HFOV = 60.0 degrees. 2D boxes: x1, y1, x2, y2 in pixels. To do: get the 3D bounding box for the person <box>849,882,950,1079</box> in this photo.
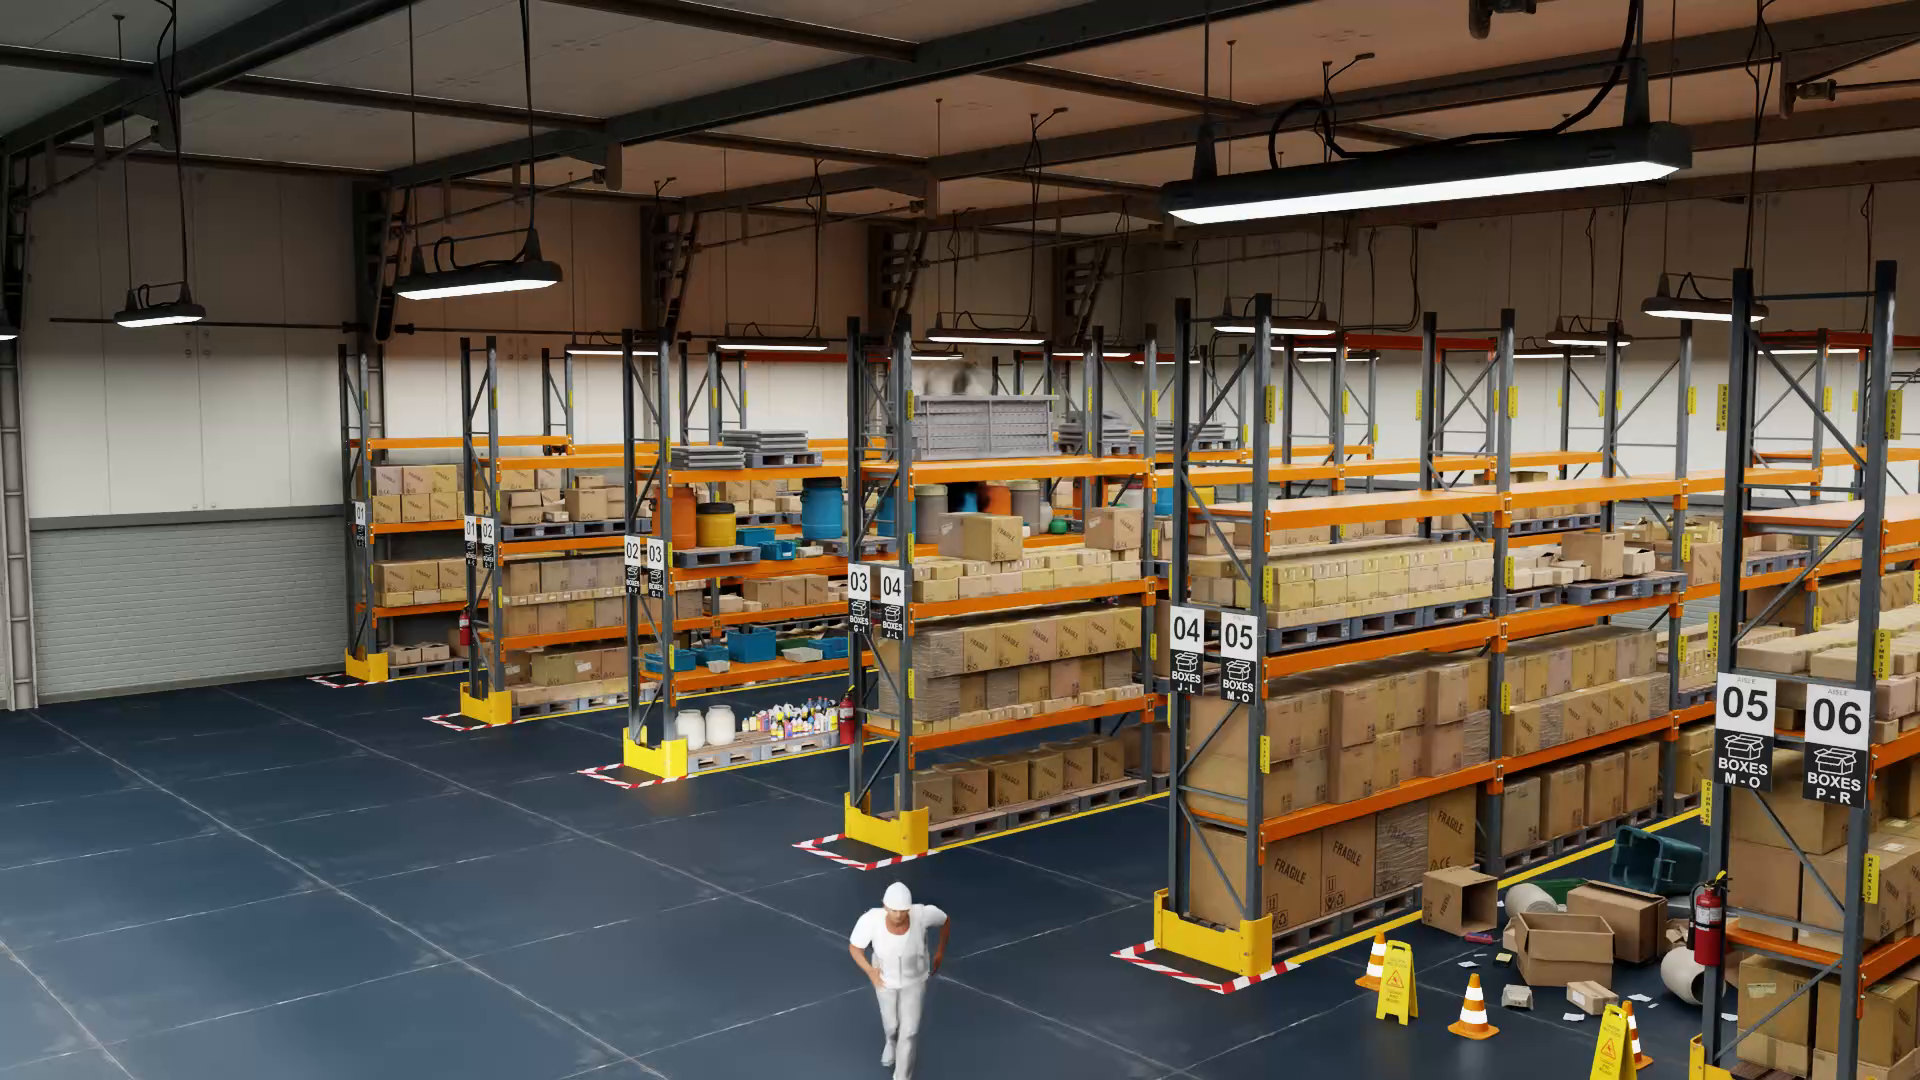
[{"bbox_3d":[-0.446,3.256,12.209,0.744,1.714,1.057,0,5,-5],"label":"person"}]
